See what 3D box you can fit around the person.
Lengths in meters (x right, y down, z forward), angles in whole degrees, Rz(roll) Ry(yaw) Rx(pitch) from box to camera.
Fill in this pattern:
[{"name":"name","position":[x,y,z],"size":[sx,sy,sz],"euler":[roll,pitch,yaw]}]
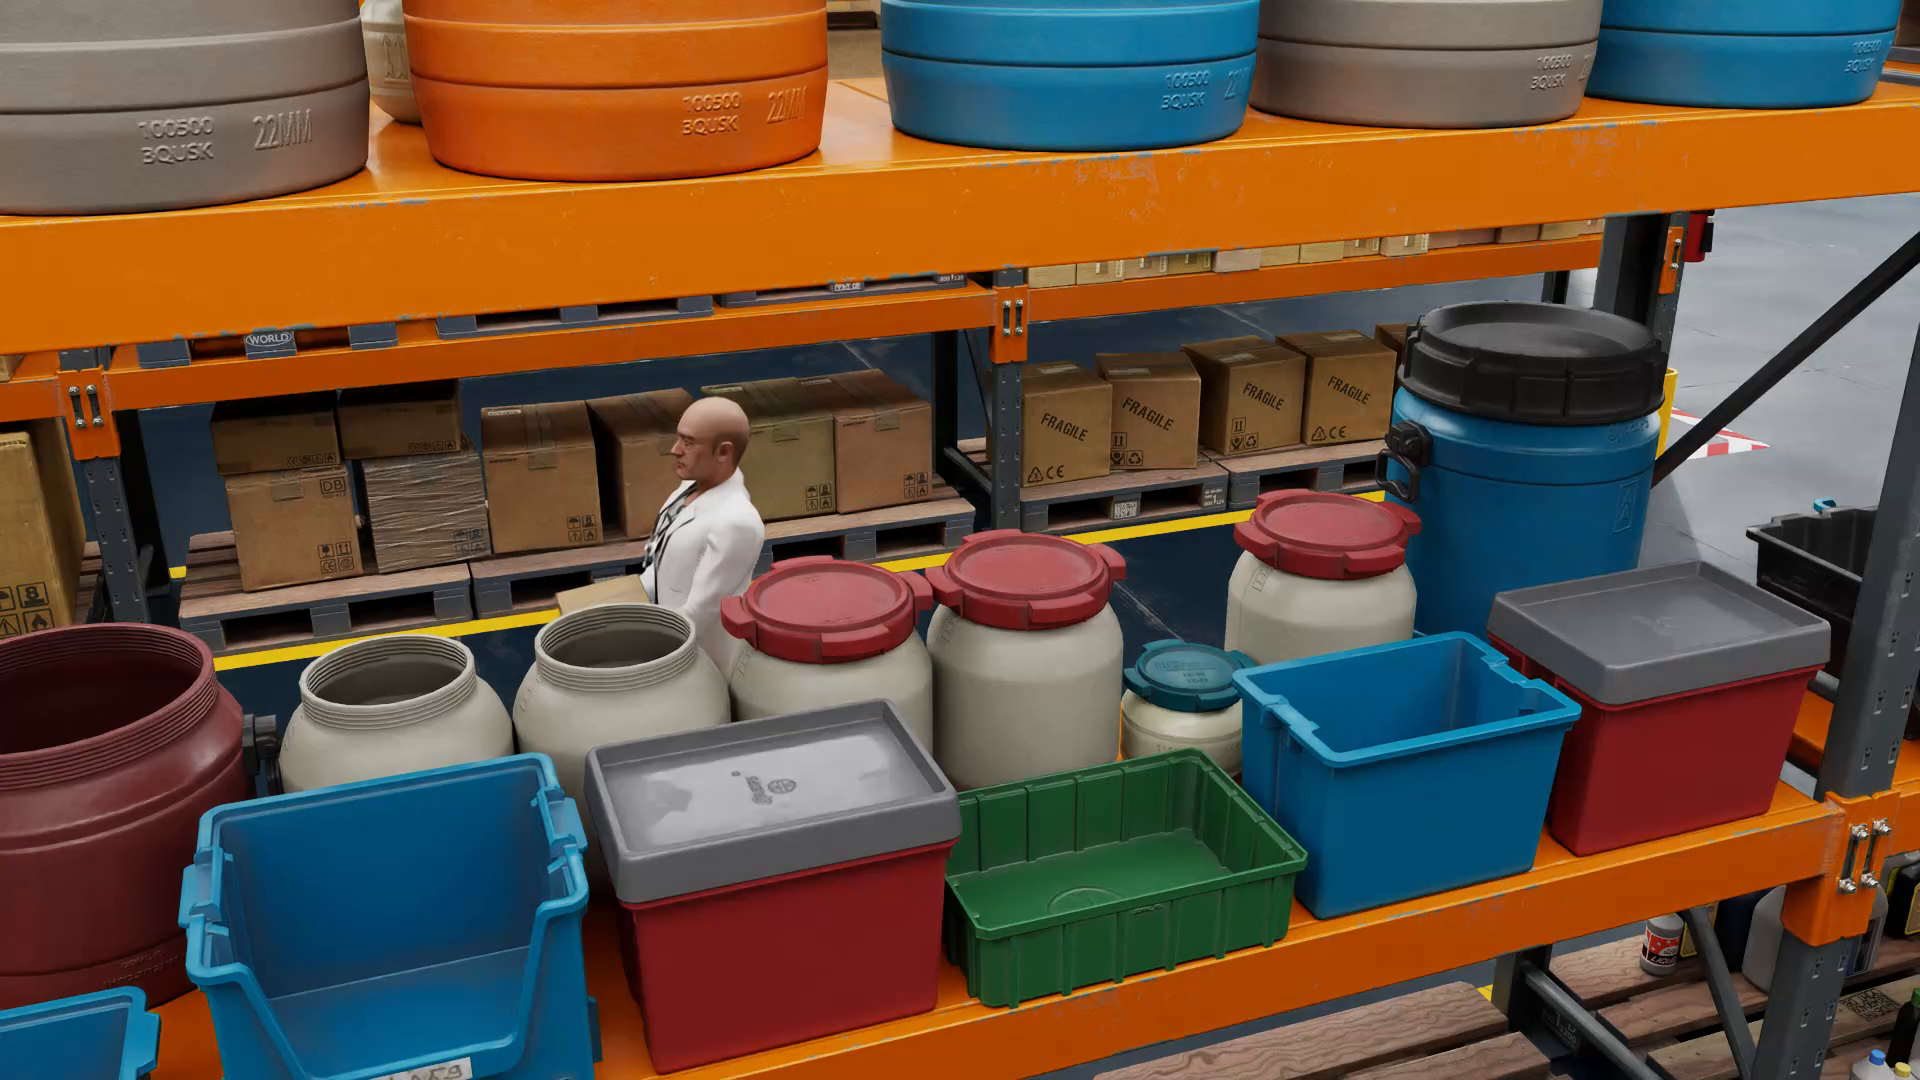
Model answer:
[{"name":"person","position":[-0.864,0.431,5.063],"size":[0.548,1.775,0.528],"euler":[-8,23,-18]}]
